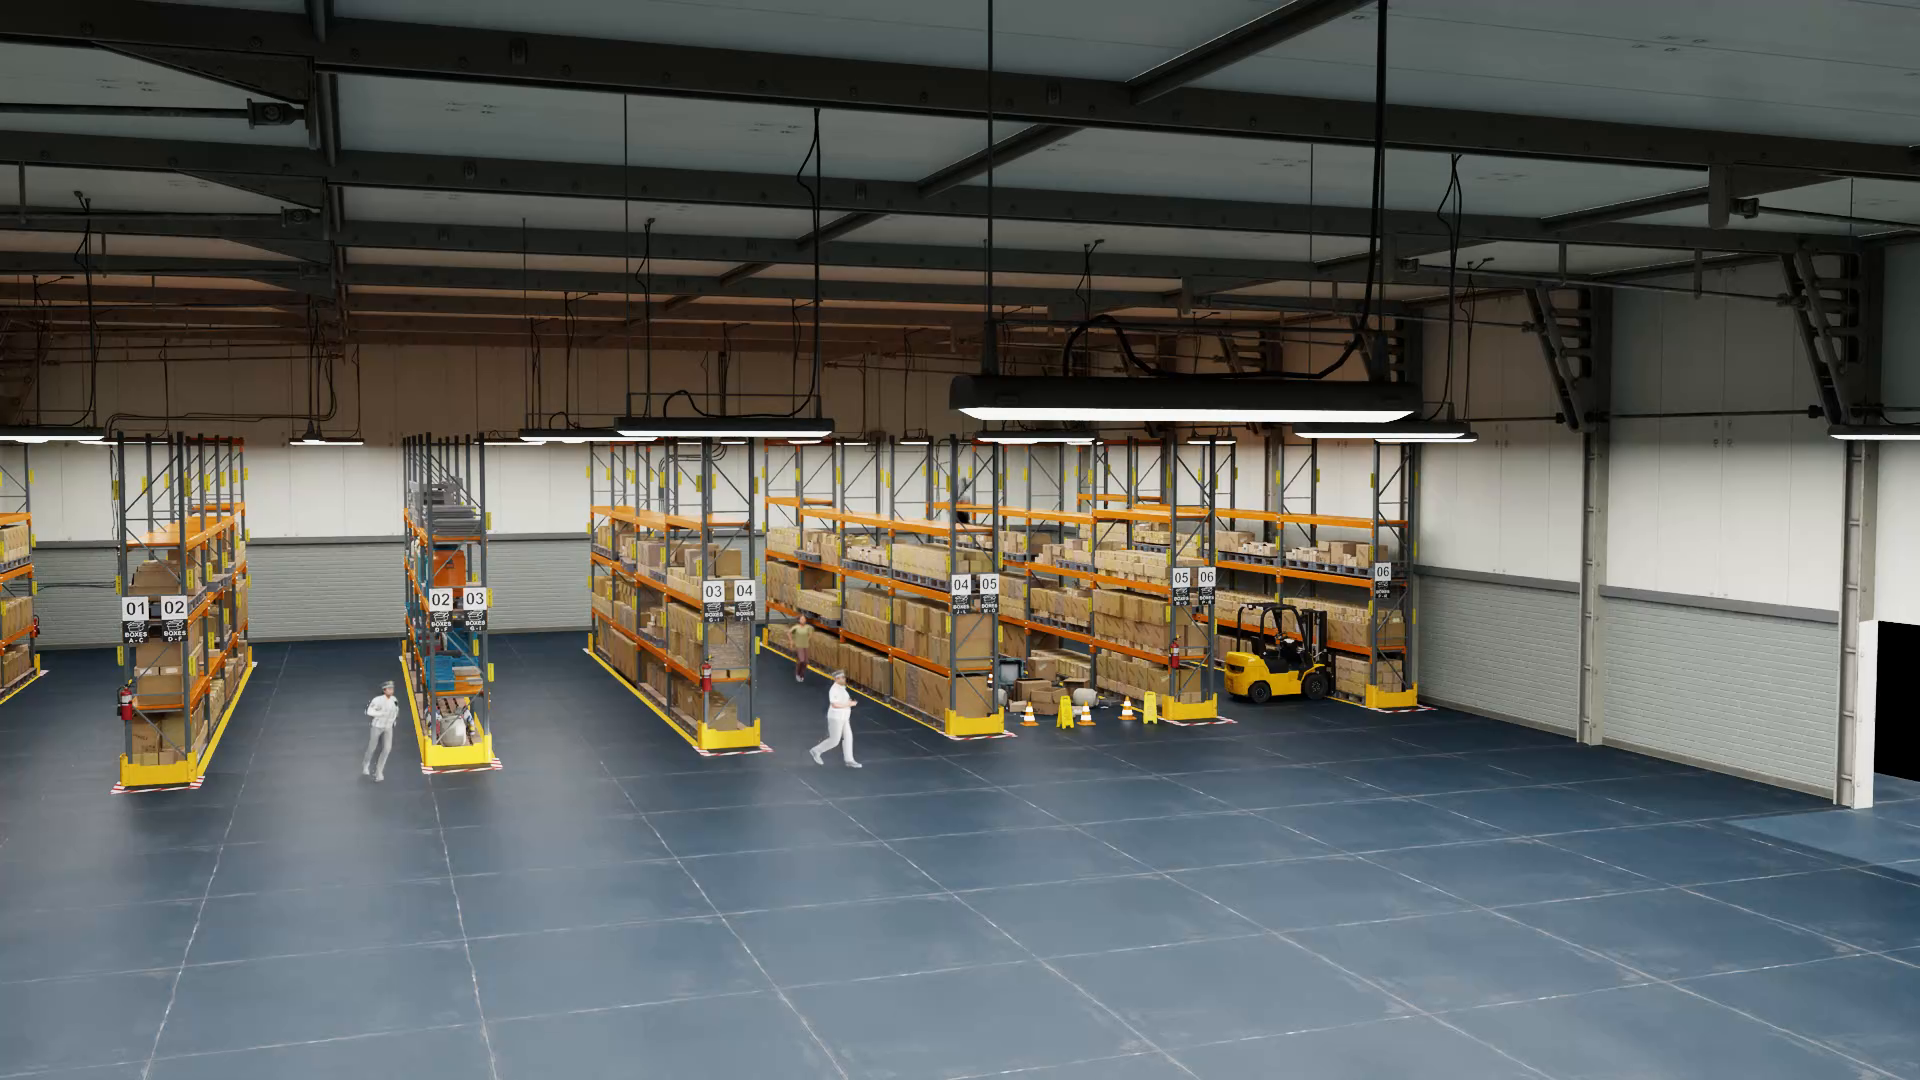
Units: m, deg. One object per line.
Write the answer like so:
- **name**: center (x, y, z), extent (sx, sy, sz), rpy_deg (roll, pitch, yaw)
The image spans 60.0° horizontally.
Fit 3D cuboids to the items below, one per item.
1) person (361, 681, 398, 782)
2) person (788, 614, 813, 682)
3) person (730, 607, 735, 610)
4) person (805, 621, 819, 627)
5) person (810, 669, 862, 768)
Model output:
- **person**: center (-10.005, 3.289, 28.885), extent (0.625, 1.704, 0.770), rpy_deg (-3, 4, -39)
- **person**: center (-3.846, 2.638, 40.538), extent (0.560, 1.645, 0.635), rpy_deg (-2, 4, -27)
- **person**: center (-6.388, 2.351, 46.512), extent (0.663, 1.608, 0.540), rpy_deg (-1, 3, -16)
- **person**: center (-4.428, 2.138, 50.082), extent (0.847, 1.616, 0.620), rpy_deg (-1, 3, -20)
- **person**: center (-2.203, 3.177, 29.664), extent (0.944, 1.756, 0.664), rpy_deg (1, 3, 13)
